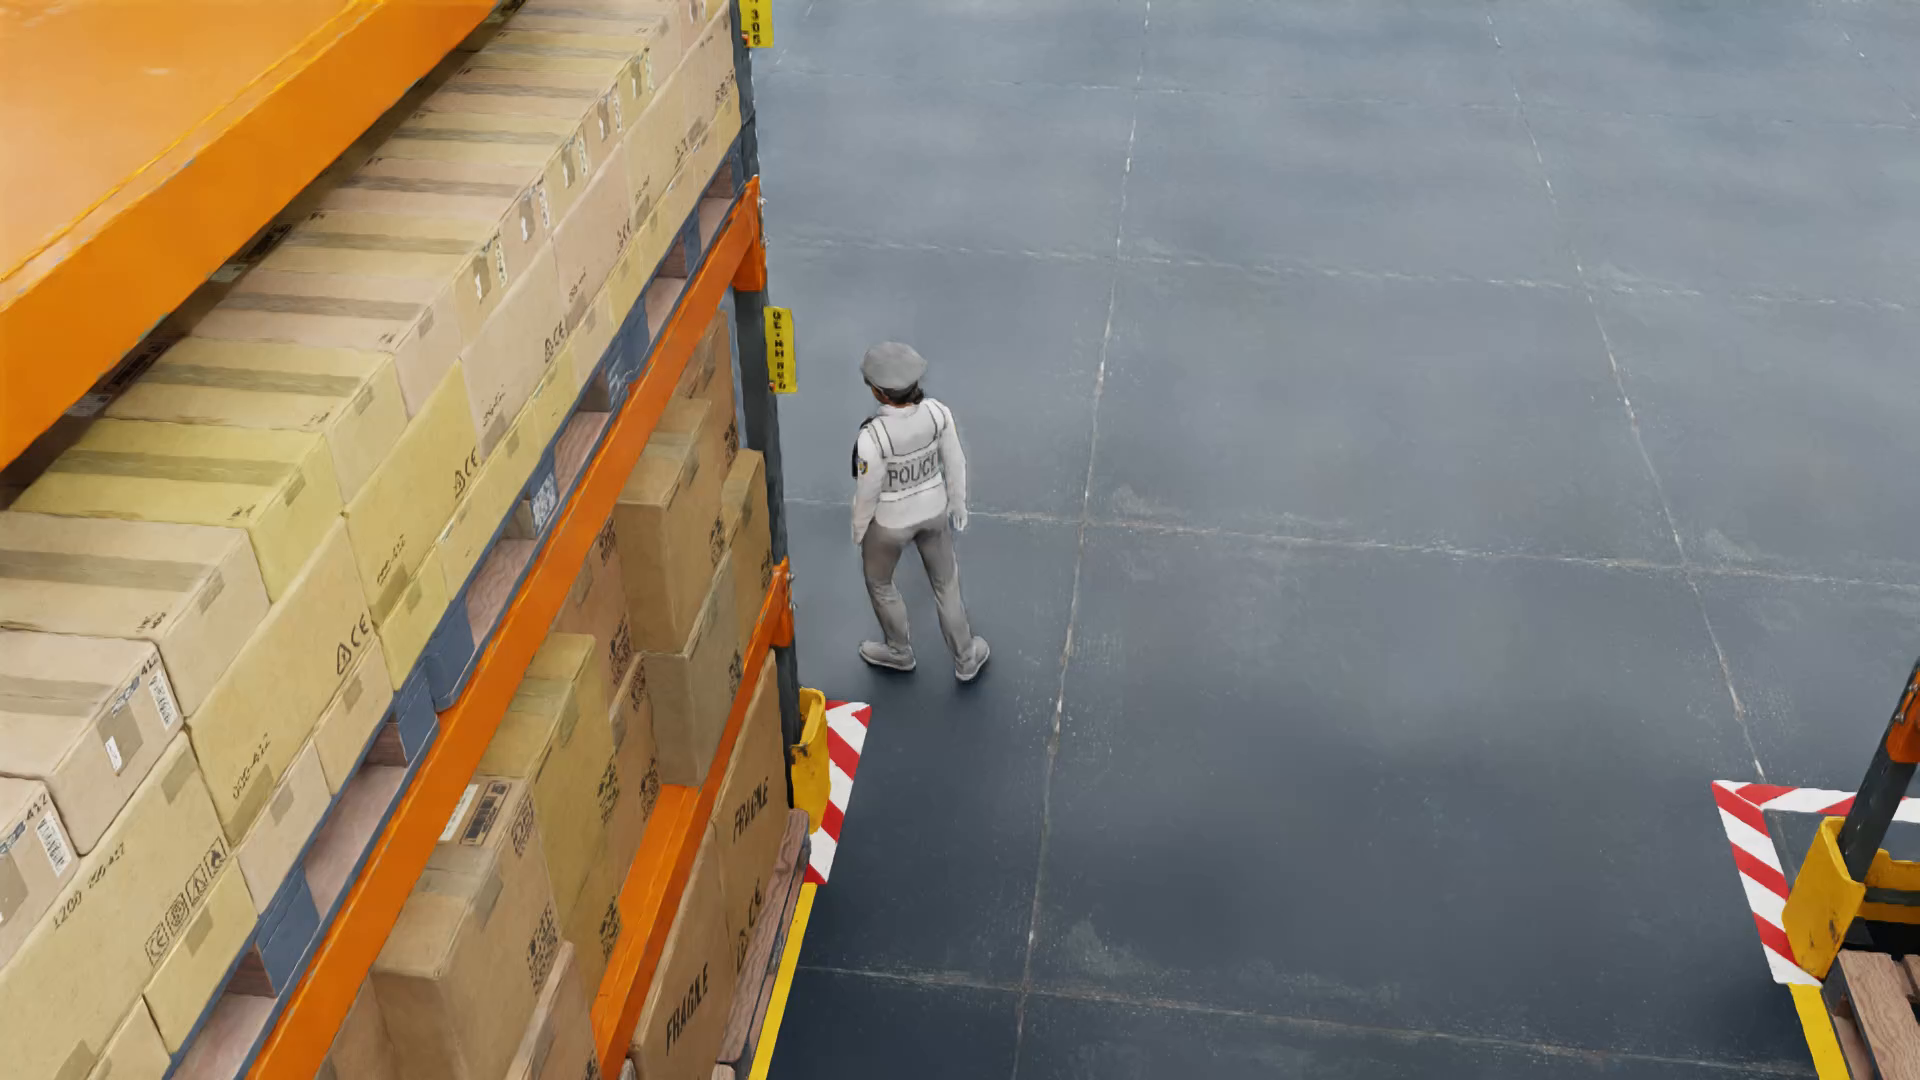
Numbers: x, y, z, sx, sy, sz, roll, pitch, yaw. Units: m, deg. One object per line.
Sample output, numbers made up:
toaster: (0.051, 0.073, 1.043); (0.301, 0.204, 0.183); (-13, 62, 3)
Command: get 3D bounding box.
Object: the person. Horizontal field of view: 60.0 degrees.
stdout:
person: (-0.166, -0.096, 7.168); (0.596, 1.666, 0.478); (-19, 40, -23)
